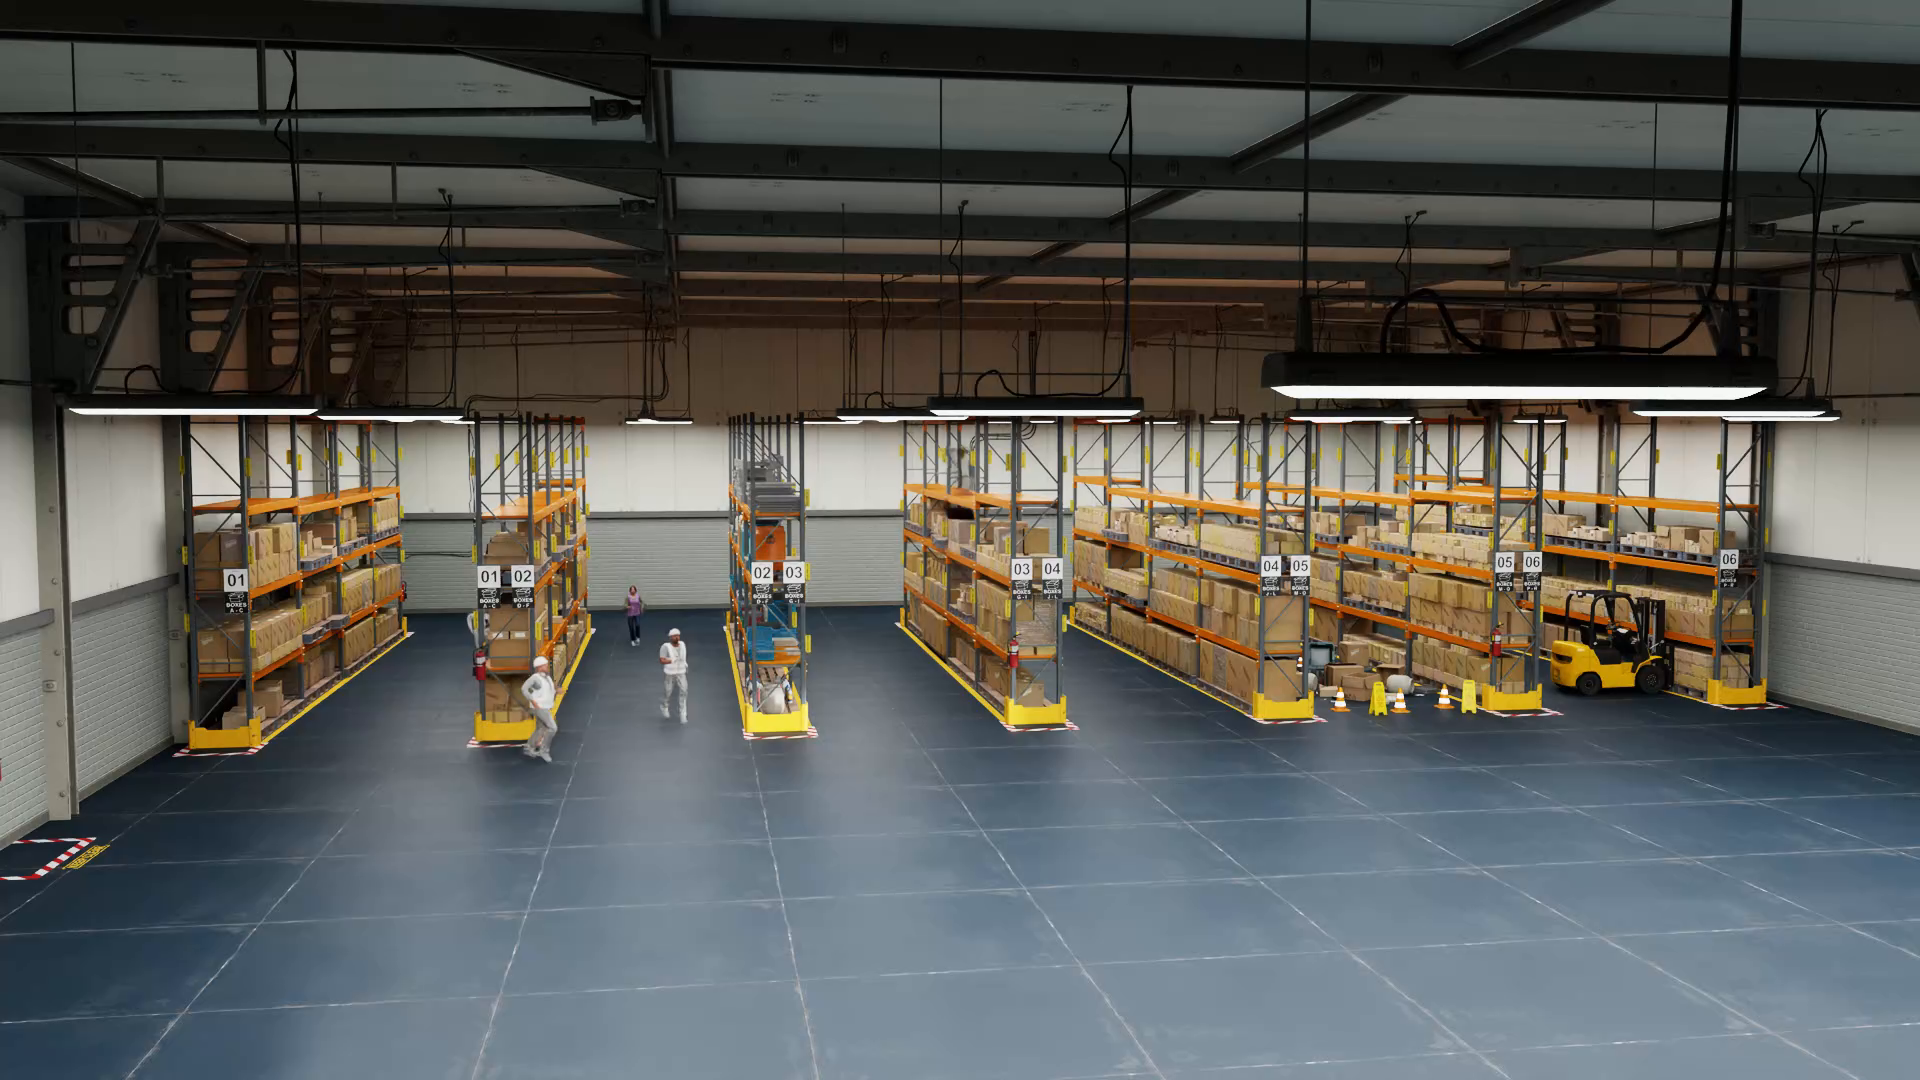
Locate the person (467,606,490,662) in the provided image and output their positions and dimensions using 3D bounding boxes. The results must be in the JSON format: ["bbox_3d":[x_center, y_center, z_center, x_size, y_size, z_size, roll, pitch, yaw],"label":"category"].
[{"bbox_3d":[-11.238,2.293,39.125,0.655,1.625,0.968,-1,4,-8],"label":"person"}]

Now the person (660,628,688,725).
[{"bbox_3d":[-5.550,2.622,32.290,0.665,1.831,0.893,-2,5,-32],"label":"person"}]

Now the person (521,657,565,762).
[{"bbox_3d":[-7.160,2.909,28.539,0.756,1.818,0.636,1,4,8],"label":"person"}]

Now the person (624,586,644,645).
[{"bbox_3d":[-8.496,1.971,43.371,0.511,1.570,0.636,-1,4,-11],"label":"person"}]
